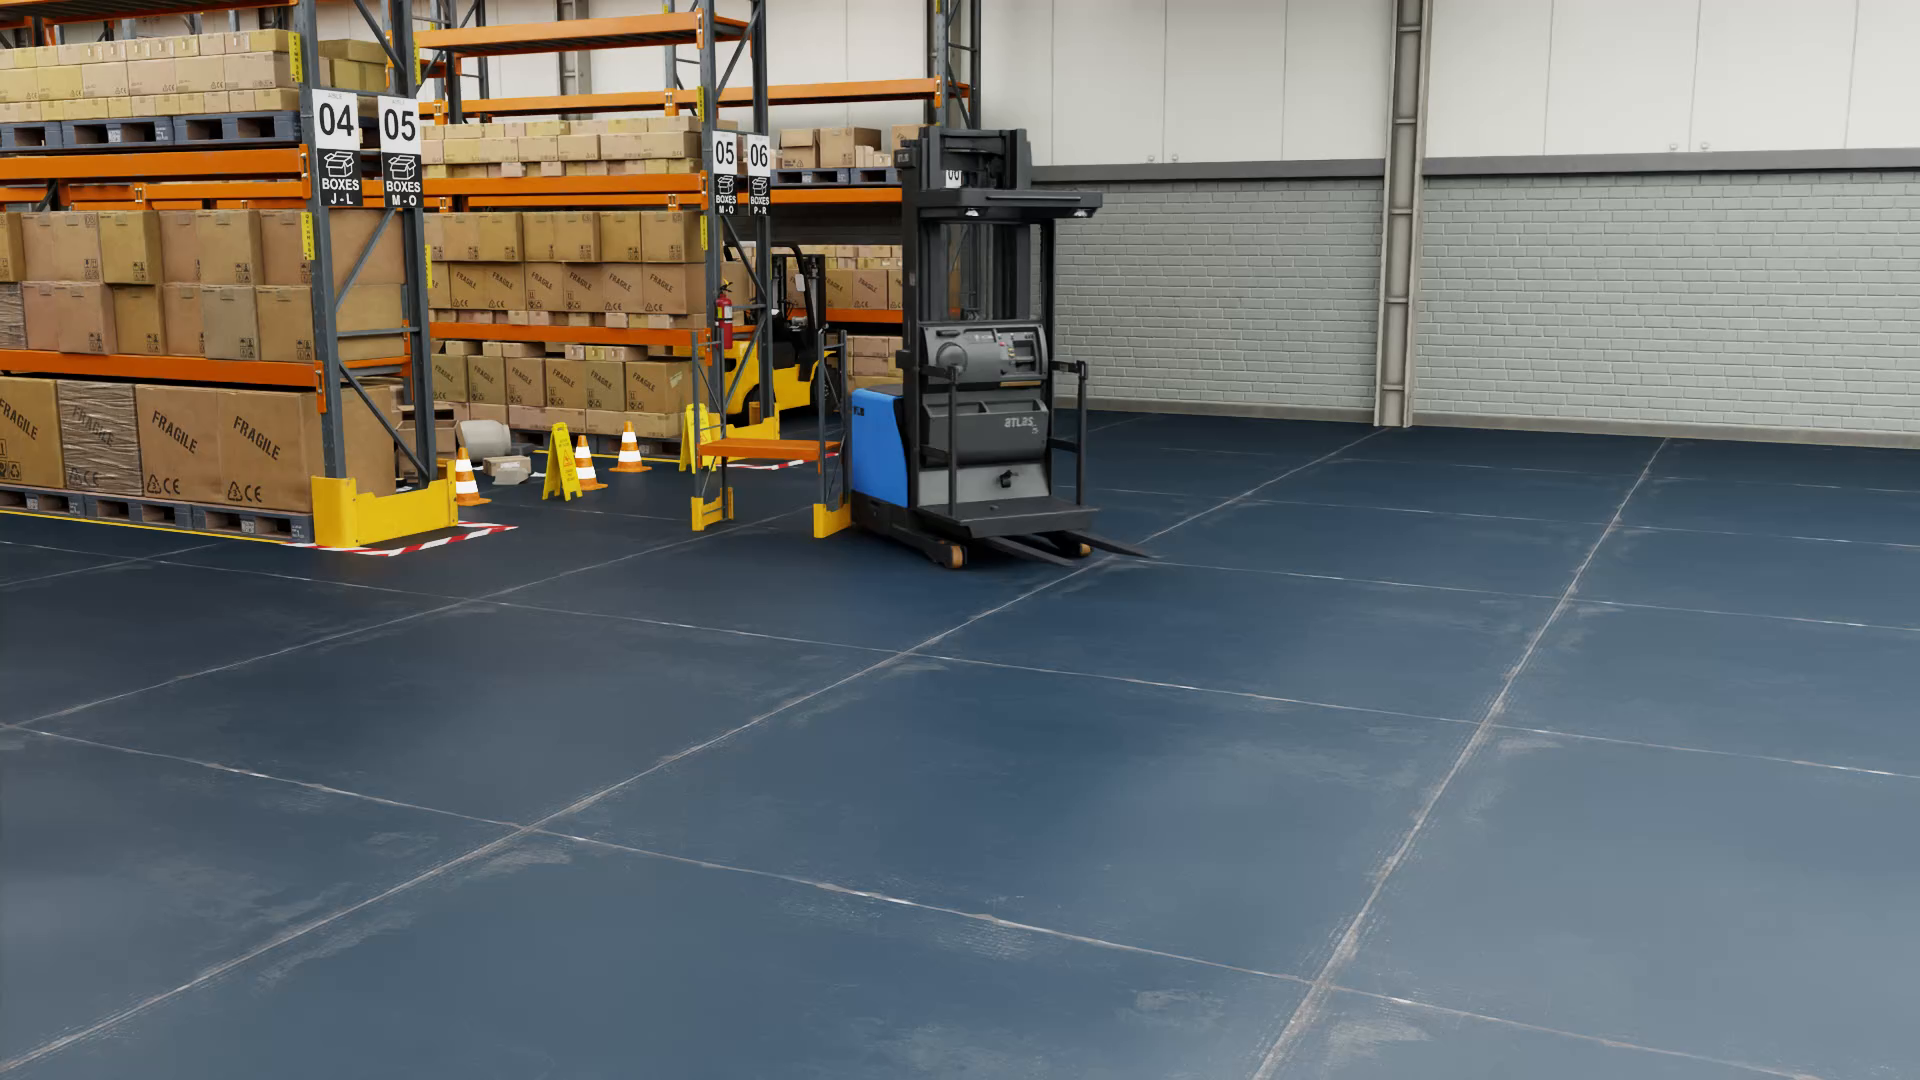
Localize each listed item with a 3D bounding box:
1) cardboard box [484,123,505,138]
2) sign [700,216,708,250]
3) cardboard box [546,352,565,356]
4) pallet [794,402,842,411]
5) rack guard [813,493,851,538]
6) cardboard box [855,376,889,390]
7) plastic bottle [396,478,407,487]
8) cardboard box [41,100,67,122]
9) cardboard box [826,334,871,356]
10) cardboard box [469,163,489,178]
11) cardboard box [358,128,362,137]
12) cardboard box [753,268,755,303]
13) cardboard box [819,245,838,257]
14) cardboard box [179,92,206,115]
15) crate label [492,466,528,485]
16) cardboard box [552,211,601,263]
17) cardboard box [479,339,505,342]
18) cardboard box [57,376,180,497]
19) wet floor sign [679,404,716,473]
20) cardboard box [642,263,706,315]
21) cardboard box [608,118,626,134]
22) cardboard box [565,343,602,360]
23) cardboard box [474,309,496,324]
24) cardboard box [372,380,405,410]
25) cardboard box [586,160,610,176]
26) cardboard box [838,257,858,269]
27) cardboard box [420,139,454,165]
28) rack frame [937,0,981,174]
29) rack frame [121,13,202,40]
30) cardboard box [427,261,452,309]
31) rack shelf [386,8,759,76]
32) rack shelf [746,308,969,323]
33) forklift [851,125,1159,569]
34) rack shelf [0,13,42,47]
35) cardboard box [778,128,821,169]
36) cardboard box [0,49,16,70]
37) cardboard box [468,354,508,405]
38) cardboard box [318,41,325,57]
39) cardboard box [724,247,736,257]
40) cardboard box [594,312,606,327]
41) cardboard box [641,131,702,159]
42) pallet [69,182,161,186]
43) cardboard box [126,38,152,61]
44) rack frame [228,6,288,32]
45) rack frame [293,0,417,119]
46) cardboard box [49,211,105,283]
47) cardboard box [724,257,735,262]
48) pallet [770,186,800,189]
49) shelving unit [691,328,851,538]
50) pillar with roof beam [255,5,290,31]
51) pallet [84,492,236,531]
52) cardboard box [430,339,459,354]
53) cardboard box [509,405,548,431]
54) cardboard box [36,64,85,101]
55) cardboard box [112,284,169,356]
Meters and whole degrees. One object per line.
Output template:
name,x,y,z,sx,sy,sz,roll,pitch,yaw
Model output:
cardboard box,-4.703,-4.229,17.217,0.250,0.149,0.380,5,11,24
sign,-2.465,-2.958,16.015,0.005,0.325,0.100,5,11,26
cardboard box,-4.224,-1.774,18.048,0.500,0.500,0.500,6,12,29
pallet,-1.803,-1.891,22.086,1.213,0.211,1.003,5,11,26
rack guard,-0.964,-0.190,12.580,0.087,0.250,0.587,3,11,17
cardboard box,-1.011,-1.994,21.368,0.500,0.250,0.500,5,11,26
plastic bottle,-5.122,-0.518,14.919,0.283,0.061,0.133,1,10,6
cardboard box,-6.799,-3.282,12.766,0.250,0.149,0.380,5,11,25
cardboard box,-1.477,-2.523,21.481,0.500,0.250,0.500,5,11,27
cardboard box,-4.929,-3.867,17.455,0.250,0.149,0.380,5,12,28
cardboard box,-6.365,-4.516,18.174,0.500,0.250,0.500,5,12,27
cardboard box,-2.384,-3.323,21.887,0.500,0.500,0.500,5,11,25
cardboard box,-1.612,-3.707,21.354,0.250,0.149,0.380,5,12,27
cardboard box,-5.432,-3.162,12.102,0.250,0.149,0.380,5,11,26
crate label,-4.077,-0.587,15.092,0.298,0.136,0.250,-1,10,-4
cardboard box,-3.710,-3.078,16.891,0.500,0.500,0.700,5,11,25
cardboard box,-6.629,-2.730,24.383,0.625,0.625,0.875,5,12,28
cardboard box,-6.545,-0.867,13.384,0.875,0.875,0.875,5,11,26
wet floor sign,-2.505,-0.976,15.810,0.267,0.644,0.232,-10,14,-43
cardboard box,-2.810,-2.515,16.585,0.500,0.500,0.500,5,11,25
cardboard box,-3.291,-4.116,16.596,0.250,0.149,0.380,5,11,26
cardboard box,-3.854,-1.943,17.158,0.250,0.149,0.380,6,12,28
cardboard box,-4.940,-2.383,17.680,0.250,0.149,0.380,5,12,28
cardboard box,-6.260,-1.590,18.792,0.625,0.372,0.950,5,11,27
cardboard box,-3.548,-3.740,16.752,0.250,0.149,0.380,5,11,25
cardboard box,-1.369,-3.545,21.291,0.250,0.149,0.380,5,11,24
cardboard box,-5.515,-4.106,17.656,0.500,0.250,0.500,5,11,25
rack frame,-0.008,-6.065,20.475,0.127,3.000,1.000,5,11,26
rack frame,-9.376,-5.903,19.577,0.127,3.000,1.000,5,11,26
cardboard box,-5.517,-2.752,17.896,0.500,0.500,0.500,5,11,26
rack shelf,-3.995,-5.074,17.029,4.000,0.370,1.077,5,11,26
rack shelf,-1.802,-2.917,21.944,4.000,0.370,1.077,5,11,26
forklift,0.276,-1.333,11.367,1.130,2.935,3.031,-5,11,-26
rack shelf,-9.682,-4.396,14.393,4.000,0.370,1.077,5,11,26
cardboard box,-1.895,-5.041,21.487,0.637,0.503,0.797,5,12,28
cardboard box,-7.256,-3.715,12.916,0.250,0.149,0.380,5,11,25
cardboard box,-4.894,-1.728,17.792,0.500,0.500,0.500,6,12,28
cardboard box,-4.684,-3.619,12.390,0.250,0.149,0.380,5,11,26
cardboard box,-2.934,-3.846,22.120,0.250,0.149,0.380,5,11,25
cardboard box,-3.540,-2.276,17.088,0.250,0.149,0.380,5,11,27
cardboard box,-2.780,-3.866,16.332,0.500,0.250,0.500,5,11,25
pallet,-9.977,-4.376,20.094,1.003,0.211,1.213,6,12,28
cardboard box,-5.893,-3.595,12.255,0.250,0.149,0.380,5,11,25
rack frame,-10.770,-7.011,25.700,0.127,3.000,1.000,5,11,26
rack frame,-4.301,-4.474,11.681,0.127,3.000,1.000,5,11,26
cardboard box,-6.604,-2.318,13.163,0.550,0.550,0.875,5,11,26
cardboard box,-2.947,-3.694,22.113,0.250,0.149,0.380,5,11,26
pallet,-2.819,-4.798,22.143,1.213,0.211,1.003,5,11,26
shelving unit,-1.440,-0.832,12.616,1.083,1.500,0.587,3,11,17
pillar with roof beam,-12.900,-6.522,23.000,0.400,9.000,9.100,5,11,26
pallet,-6.143,-0.296,13.275,1.213,0.211,1.003,5,11,26
cardboard box,-7.657,-2.719,24.672,0.500,0.500,0.500,5,12,27
cardboard box,-4.418,-1.318,17.630,0.500,0.250,0.500,5,11,25
cardboard box,-6.668,-3.479,12.733,0.500,0.250,0.500,5,11,25
cardboard box,-6.097,-1.757,13.093,0.500,0.550,0.875,5,11,26
